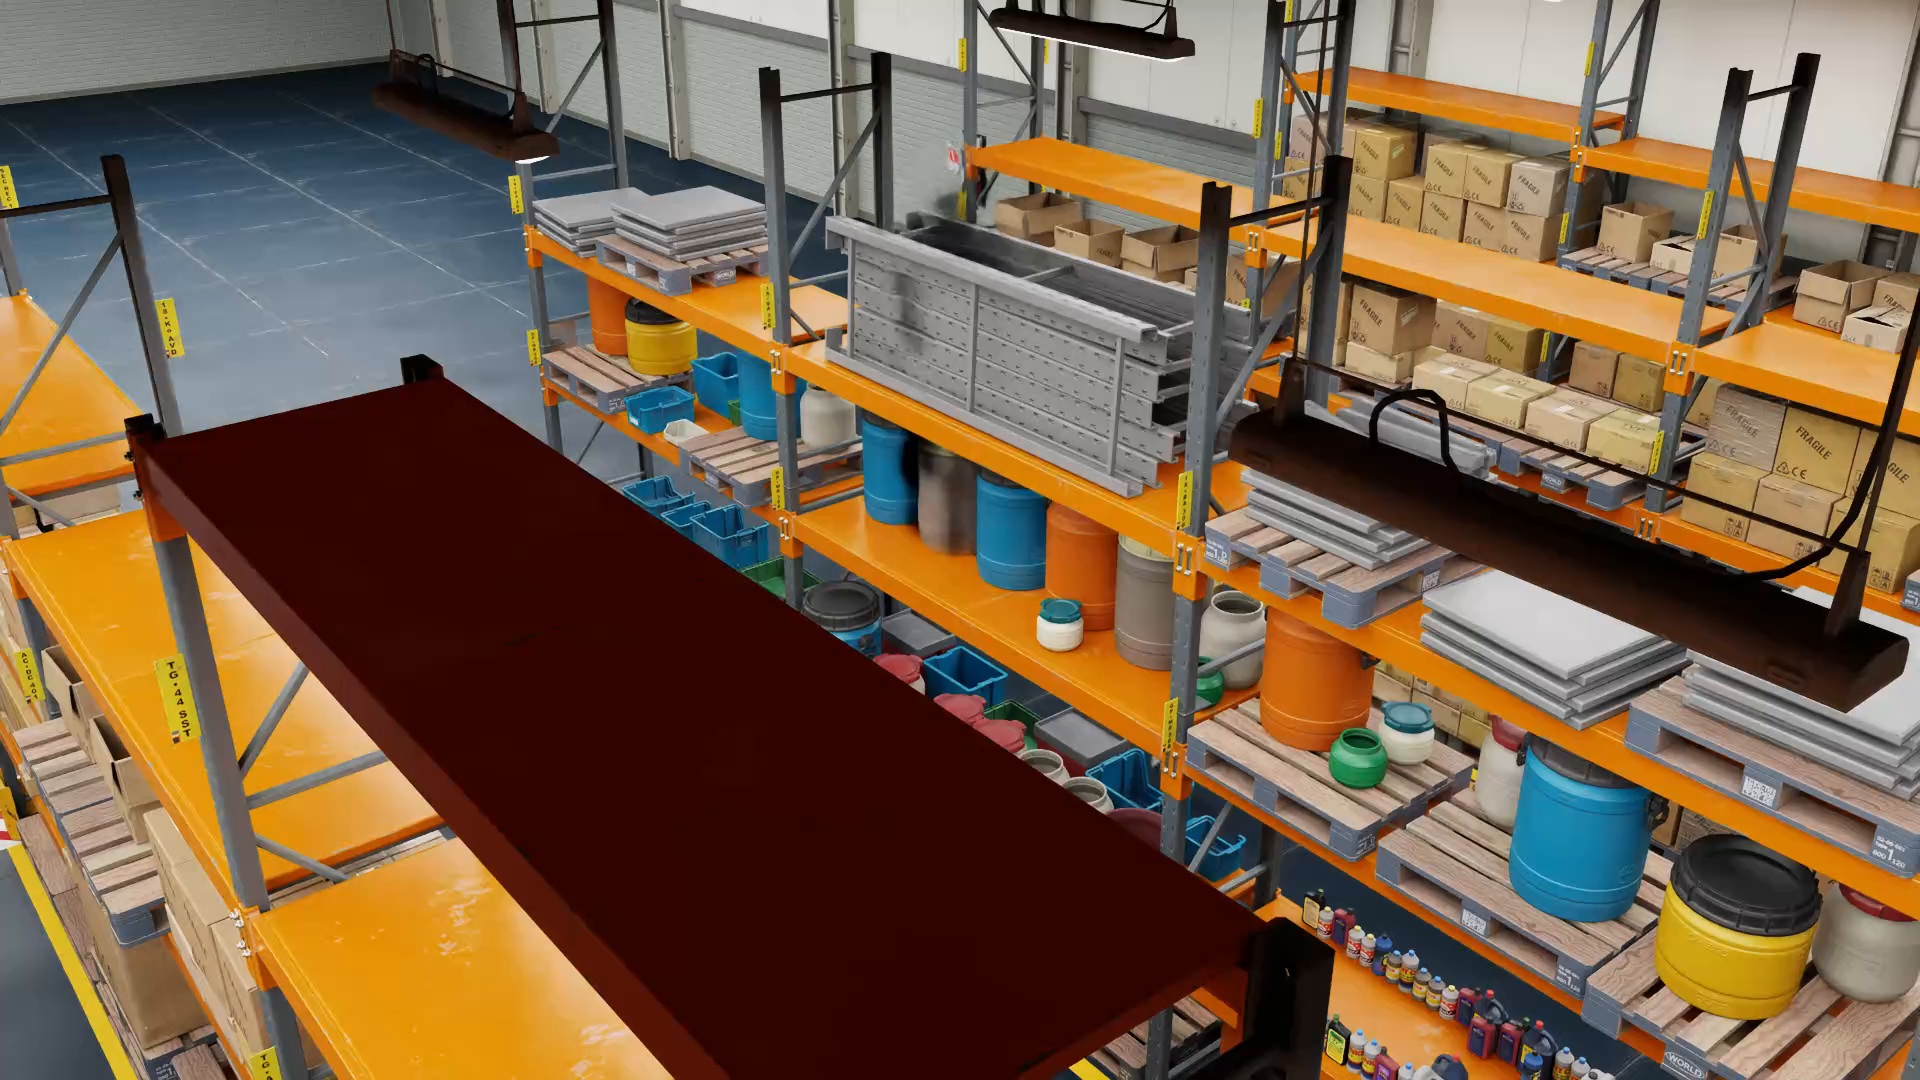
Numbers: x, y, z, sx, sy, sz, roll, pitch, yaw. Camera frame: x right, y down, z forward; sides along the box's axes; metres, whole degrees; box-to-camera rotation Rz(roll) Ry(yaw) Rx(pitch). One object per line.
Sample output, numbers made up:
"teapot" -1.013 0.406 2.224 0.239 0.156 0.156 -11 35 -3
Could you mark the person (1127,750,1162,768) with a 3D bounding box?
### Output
"person" 1.452 1.287 13.767 0.622 1.621 0.569 20 32 36
